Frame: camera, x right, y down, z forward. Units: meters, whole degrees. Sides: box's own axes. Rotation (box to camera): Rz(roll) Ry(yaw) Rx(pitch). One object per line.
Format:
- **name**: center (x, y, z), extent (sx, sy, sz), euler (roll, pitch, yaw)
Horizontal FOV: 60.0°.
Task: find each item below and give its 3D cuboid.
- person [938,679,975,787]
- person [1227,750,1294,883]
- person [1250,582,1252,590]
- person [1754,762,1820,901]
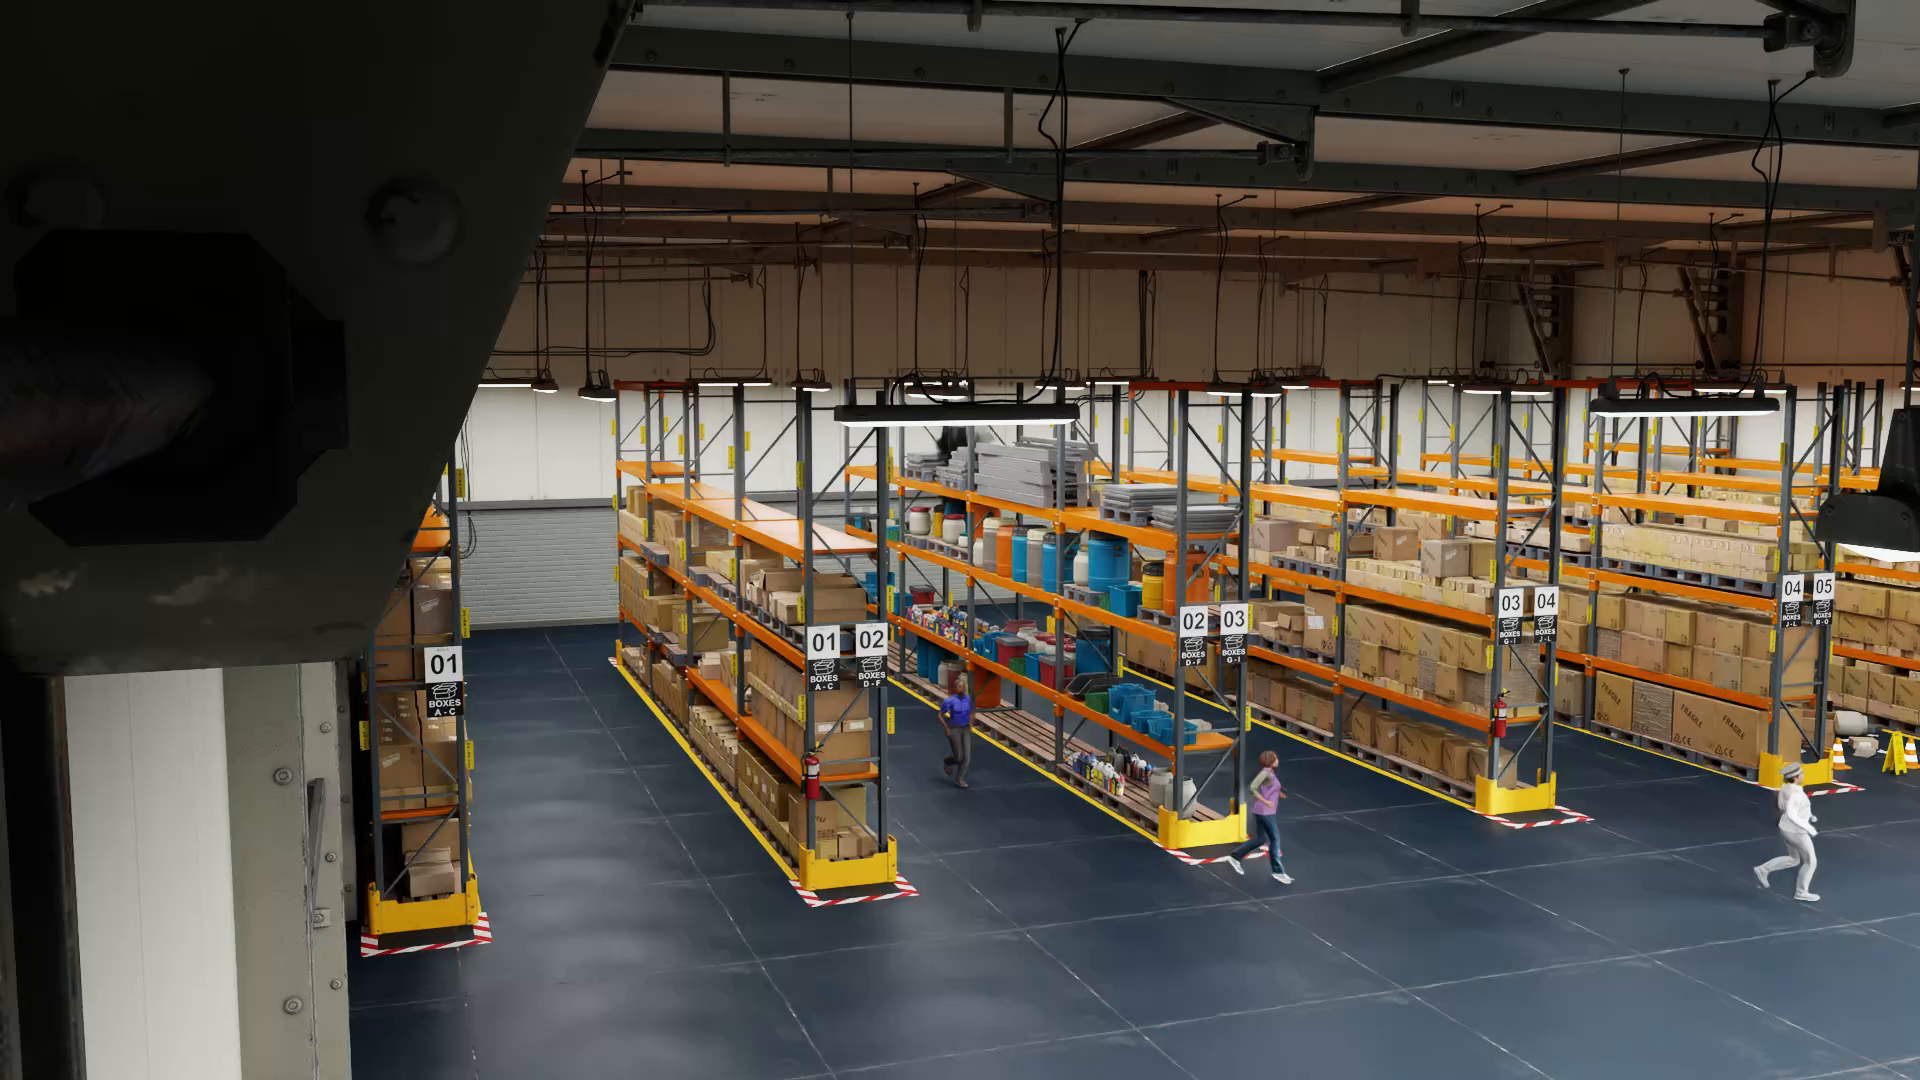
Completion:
- **person**: center (-0.026, 2.888, 25.029), extent (0.591, 1.607, 0.575), euler (-3, 7, -30)
- **person**: center (3.744, 3.396, 20.555), extent (0.801, 1.573, 0.552), euler (1, 6, 12)
- **person**: center (7.101, 1.140, 41.489), extent (0.539, 1.609, 0.655), euler (2, 6, 17)
- **person**: center (9.824, 3.437, 19.649), extent (0.697, 1.642, 0.593), euler (1, 6, 10)
